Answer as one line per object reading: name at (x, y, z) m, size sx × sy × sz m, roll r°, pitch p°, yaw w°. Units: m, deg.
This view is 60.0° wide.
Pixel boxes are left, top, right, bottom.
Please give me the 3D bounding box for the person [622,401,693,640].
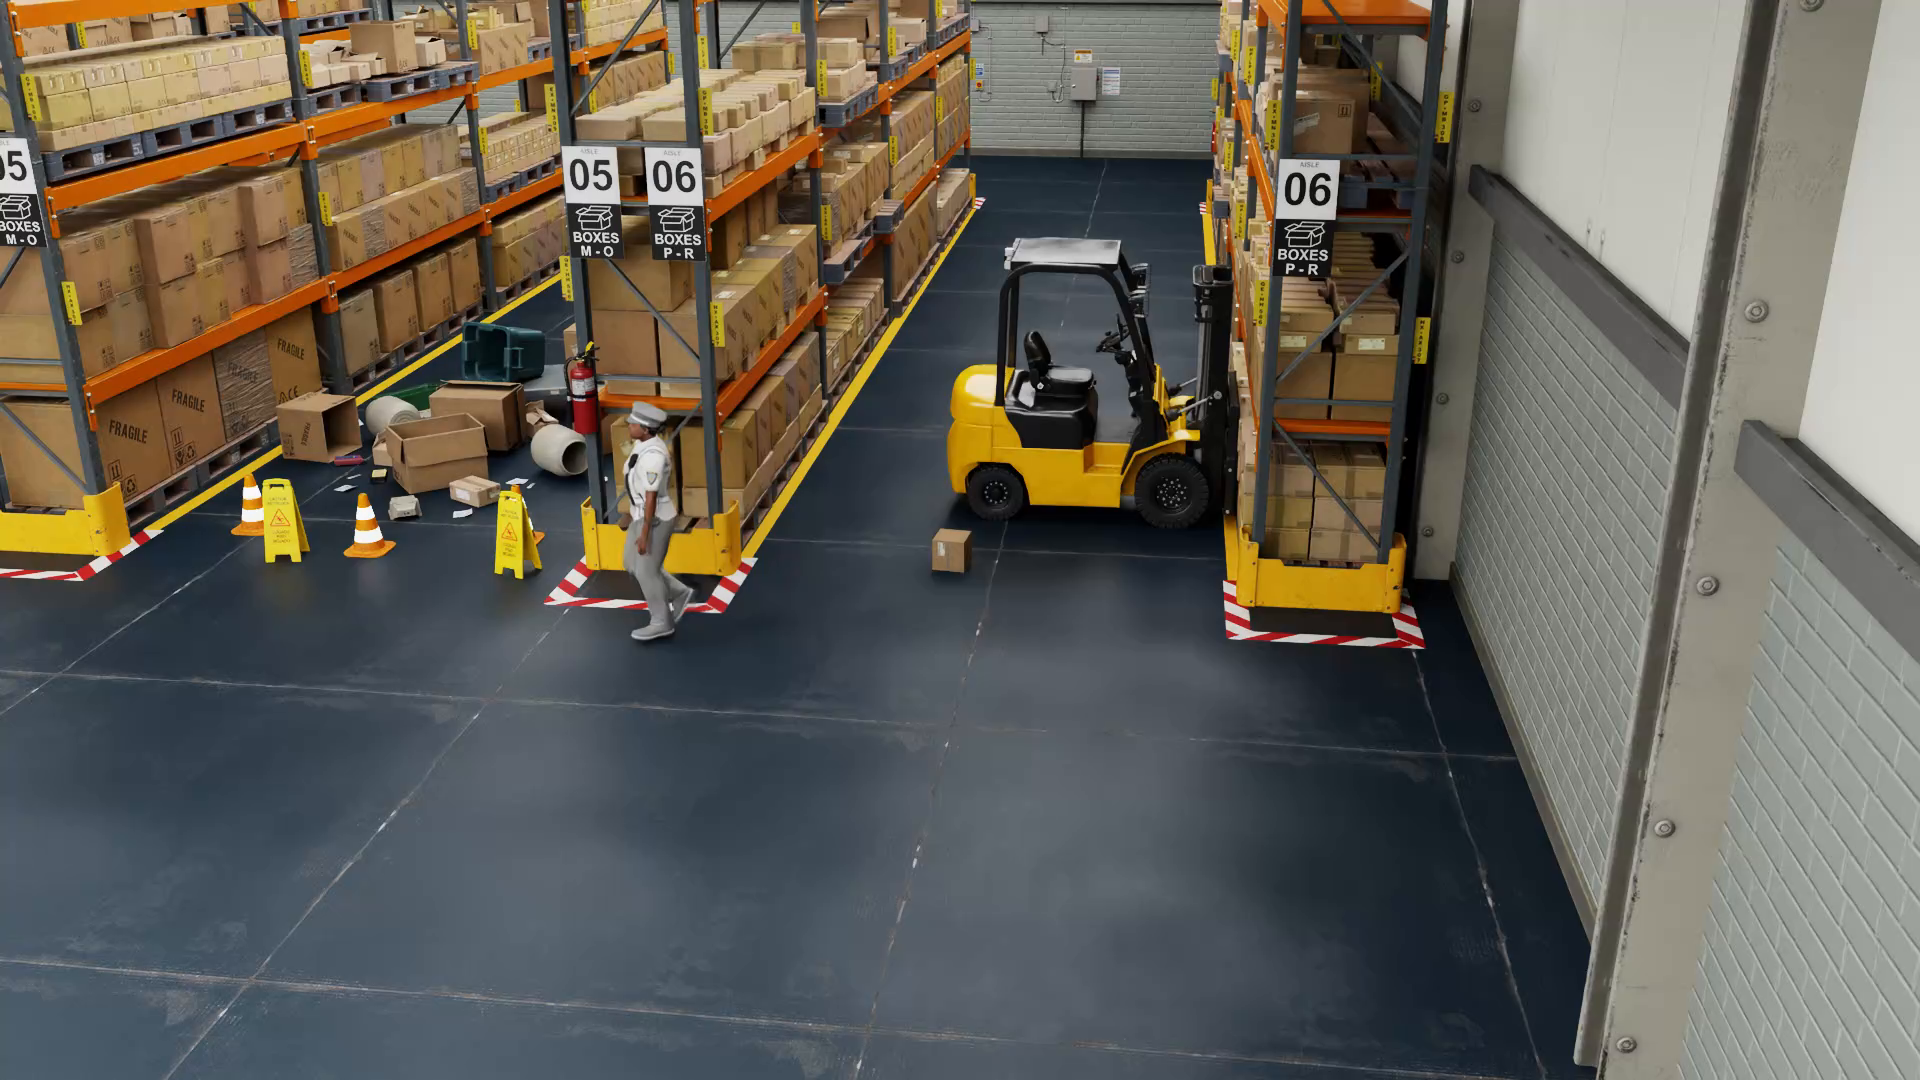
person at (-2.080, -0.145, 11.352) m, size 0.475 × 1.678 × 0.455 m, roll -6°, pitch 22°, yaw -16°
